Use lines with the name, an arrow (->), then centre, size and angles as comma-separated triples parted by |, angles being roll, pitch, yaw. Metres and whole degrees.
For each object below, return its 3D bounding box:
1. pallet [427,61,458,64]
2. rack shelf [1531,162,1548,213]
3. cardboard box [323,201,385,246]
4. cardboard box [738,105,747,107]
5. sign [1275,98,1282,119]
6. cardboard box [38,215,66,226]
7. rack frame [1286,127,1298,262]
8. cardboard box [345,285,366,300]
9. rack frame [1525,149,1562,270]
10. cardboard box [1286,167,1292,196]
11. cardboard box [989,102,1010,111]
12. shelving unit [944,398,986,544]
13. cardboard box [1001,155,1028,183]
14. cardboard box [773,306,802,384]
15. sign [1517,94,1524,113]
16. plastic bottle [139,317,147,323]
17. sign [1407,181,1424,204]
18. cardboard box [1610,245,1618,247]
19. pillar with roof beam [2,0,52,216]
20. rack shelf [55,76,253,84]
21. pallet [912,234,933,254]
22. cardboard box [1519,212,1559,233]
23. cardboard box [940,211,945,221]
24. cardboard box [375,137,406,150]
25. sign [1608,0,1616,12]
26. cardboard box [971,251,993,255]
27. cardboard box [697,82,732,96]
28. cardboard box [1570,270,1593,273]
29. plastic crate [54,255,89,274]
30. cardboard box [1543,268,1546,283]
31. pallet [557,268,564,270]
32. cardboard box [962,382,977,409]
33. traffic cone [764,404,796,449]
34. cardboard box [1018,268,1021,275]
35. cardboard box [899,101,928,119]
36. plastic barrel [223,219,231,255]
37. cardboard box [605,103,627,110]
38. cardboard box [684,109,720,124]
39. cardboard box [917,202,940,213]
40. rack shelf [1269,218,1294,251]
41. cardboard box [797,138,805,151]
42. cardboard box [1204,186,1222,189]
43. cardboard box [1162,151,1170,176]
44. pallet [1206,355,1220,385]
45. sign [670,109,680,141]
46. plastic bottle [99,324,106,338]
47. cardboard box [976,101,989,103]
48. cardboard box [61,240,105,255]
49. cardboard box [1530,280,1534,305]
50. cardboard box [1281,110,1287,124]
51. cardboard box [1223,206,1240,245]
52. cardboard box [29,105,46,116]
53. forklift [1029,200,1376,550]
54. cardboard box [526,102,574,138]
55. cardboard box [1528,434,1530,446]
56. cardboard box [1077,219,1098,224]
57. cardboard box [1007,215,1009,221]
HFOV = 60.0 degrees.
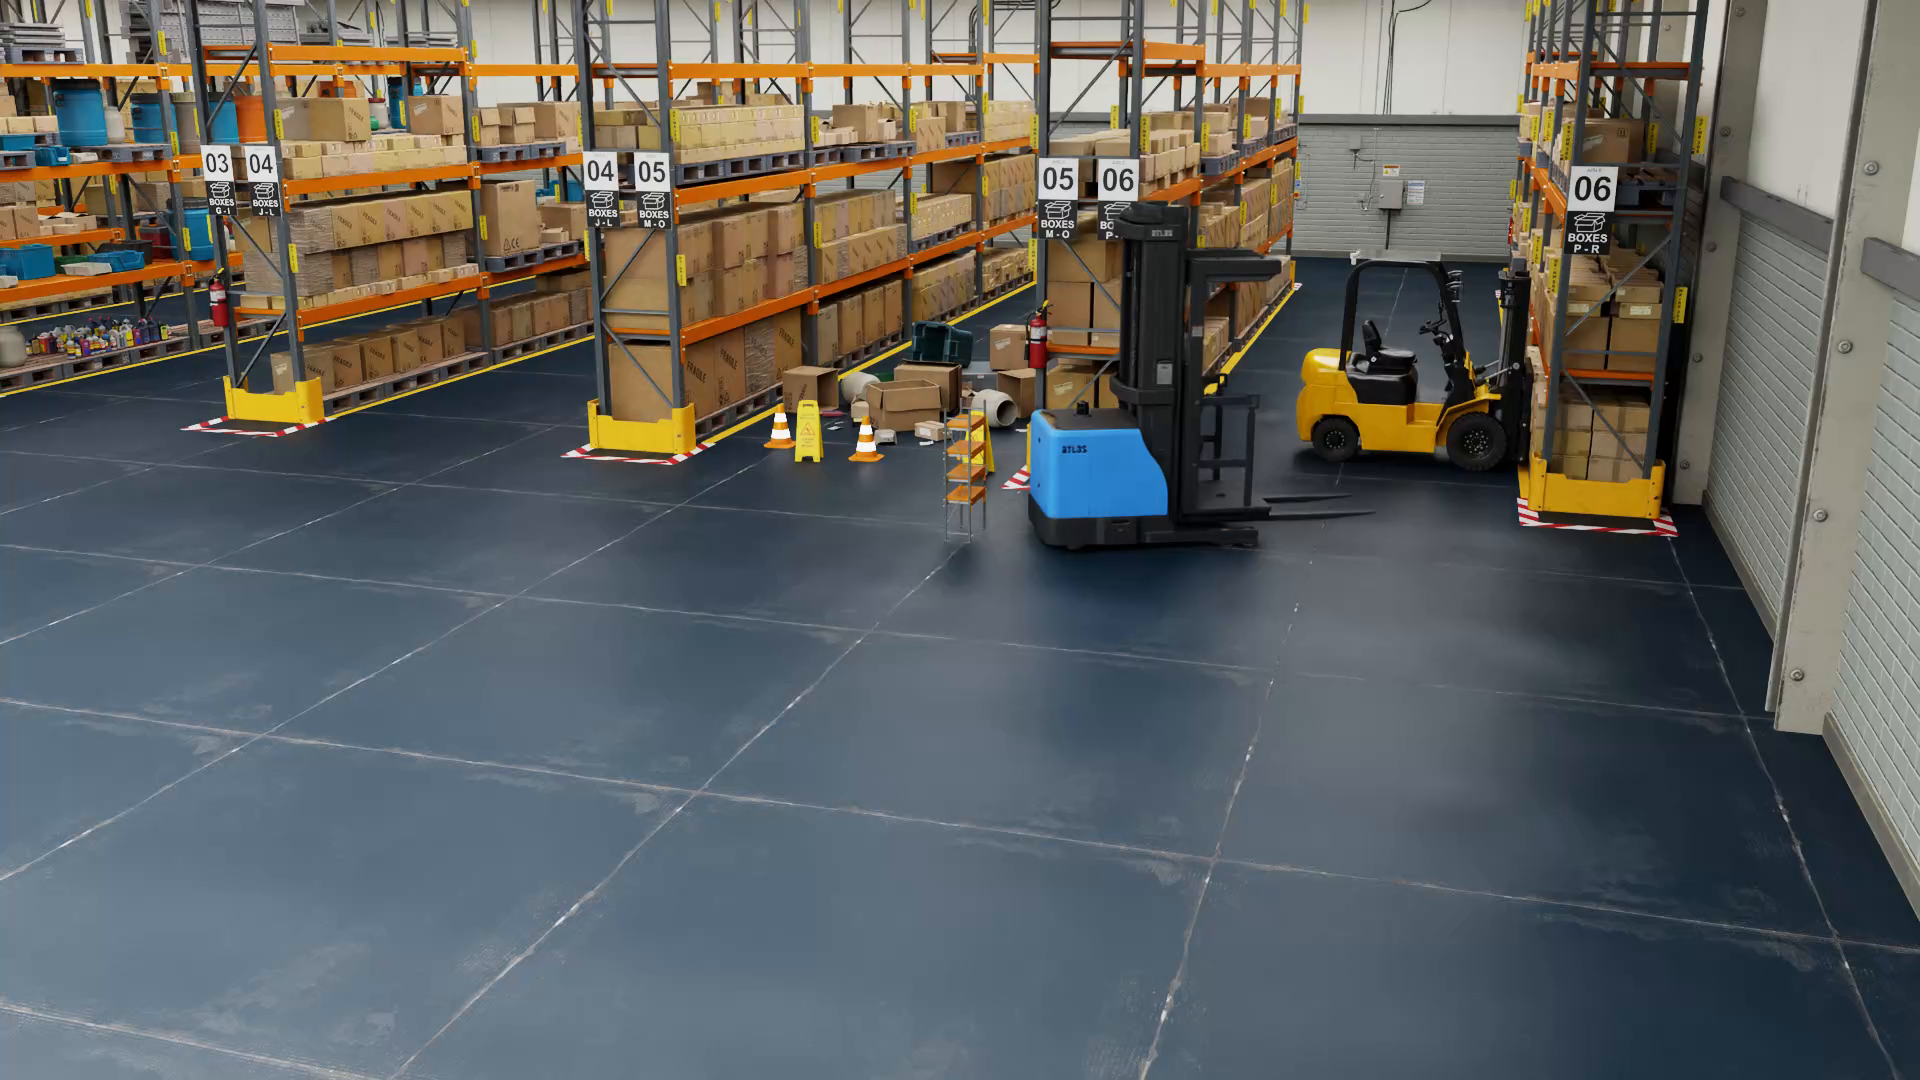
pallet -> -9.779, -8.792, 30.415 | 1.003, 0.211, 1.213 | 5, 16, 16
rack shelf -> 7.732, -4.399, 20.662 | 1.077, 0.370, 4.000 | 5, 16, 16
cardboard box -> -7.528, -3.941, 20.665 | 0.500, 0.500, 0.500 | 5, 16, 16
cardboard box -> -2.872, -5.340, 20.709 | 0.380, 0.149, 0.250 | 4, 16, 15
sign -> 5.200, -7.059, 27.199 | 0.100, 0.325, 0.005 | 5, 16, 16
cardboard box -> -15.898, -5.485, 28.833 | 0.500, 0.311, 0.500 | 4, 16, 15
rack frame -> 5.814, -6.302, 31.551 | 1.000, 3.000, 0.127 | 5, 16, 16
cardboard box -> -7.621, -3.080, 20.651 | 0.380, 0.149, 0.250 | 5, 16, 16
rack frame -> 8.300, -3.825, 22.818 | 1.000, 3.000, 0.127 | 5, 16, 16
cardboard box -> 5.784, -6.548, 30.401 | 0.500, 0.500, 0.500 | 5, 16, 16
cardboard box -> 0.698, -7.883, 30.256 | 0.380, 0.149, 0.250 | 4, 16, 14
shelving unit -> 0.047, -0.621, 14.818 | 0.258, 1.200, 0.503 | 5, 16, 16
cardboard box -> 1.003, -7.060, 31.663 | 0.500, 0.500, 0.500 | 4, 16, 14
cardboard box -> -2.617, -2.541, 21.414 | 0.875, 0.875, 0.875 | 5, 17, 17
sign -> 10.053, -7.824, 29.817 | 0.100, 0.325, 0.005 | 5, 16, 16
plastic bottle -> -11.892, -3.073, 24.214 | 0.144, 0.351, 0.185 | 5, 16, 16
sign -> 9.899, -7.548, 36.118 | 0.329, 0.494, 0.001 | 5, 16, 16
cardboard box -> 7.882, -3.544, 20.453 | 0.380, 0.149, 0.250 | 4, 16, 15
pillar with roof beam -> -15.575, -9.979, 33.520 | 9.100, 9.000, 0.400 | 5, 16, 16
rack shelf -> -14.890, -8.618, 30.772 | 1.077, 0.370, 4.000 | 5, 16, 16
pallet -> -1.134, -4.669, 26.144 | 1.213, 0.211, 1.003 | 5, 16, 16
cardboard box -> 8.587, -4.518, 24.303 | 0.797, 0.503, 0.637 | 4, 16, 15
cardboard box -> -0.467, -5.310, 27.197 | 0.380, 0.149, 0.250 | 5, 17, 18
cardboard box -> -7.283, -5.041, 21.152 | 0.380, 0.149, 0.250 | 5, 17, 18
sign -> 9.971, -8.242, 25.394 | 0.100, 0.325, 0.005 | 5, 16, 16
cardboard box -> 0.416, -5.457, 31.935 | 0.380, 0.149, 0.250 | 4, 16, 13
cardboard box -> -4.551, -8.372, 30.840 | 0.500, 0.250, 0.500 | 4, 16, 12
cardboard box -> 6.125, -2.619, 16.649 | 0.380, 0.149, 0.250 | 5, 17, 17
plastic crate -> -12.503, -3.880, 23.400 | 0.450, 0.188, 0.662 | 5, 16, 16
cardboard box -> 6.560, -2.879, 18.110 | 0.380, 0.149, 0.250 | 5, 17, 17
pallet -> -8.708, -5.900, 35.245 | 1.003, 0.211, 1.213 | 5, 16, 16
cardboard box -> 0.114, -1.801, 20.691 | 0.258, 0.266, 0.396 | -7, 17, -23
traffic cone -> -1.996, -1.282, 18.501 | 0.336, 0.463, 0.334 | 5, 16, 16
cardboard box -> 0.956, -5.198, 32.115 | 0.380, 0.149, 0.250 | 5, 16, 16
cardboard box -> -0.709, -6.645, 25.678 | 0.396, 0.266, 0.258 | 5, 16, 16
plastic barrel -> -11.365, -4.614, 25.350 | 0.433, 0.535, 0.433 | 0, 16, 0
cardboard box -> -5.857, -6.837, 26.983 | 0.797, 0.503, 0.637 | 6, 17, 19
cardboard box -> -2.891, -4.691, 18.419 | 0.380, 0.149, 0.250 | 5, 17, 16
cardboard box -> -0.545, -5.384, 26.914 | 0.380, 0.149, 0.250 | 5, 17, 18
rack shelf -> 5.245, -5.433, 29.804 | 1.077, 0.370, 4.000 | 5, 16, 16
cardboard box -> -2.168, -4.972, 20.873 | 0.380, 0.149, 0.250 | 5, 16, 16
cardboard box -> 3.722, -5.158, 25.502 | 0.500, 0.500, 0.500 | 5, 16, 16
cardboard box -> 1.941, -4.009, 17.699 | 0.500, 0.250, 0.500 | 5, 17, 18
pallet -> 2.968, -2.345, 22.710 | 1.003, 0.211, 1.213 | 5, 16, 16
sign -> -2.978, -4.331, 17.356 | 0.100, 0.325, 0.005 | 5, 16, 16
plastic bottle -> -12.399, -2.988, 24.060 | 0.097, 0.271, 0.097 | 0, 16, 0
cardboard box -> 0.450, -8.126, 31.112 | 0.380, 0.149, 0.250 | 5, 17, 17
cardboard box -> -18.761, -6.364, 35.579 | 0.700, 0.500, 0.500 | 5, 17, 17
cardboard box -> 7.193, -2.991, 20.151 | 0.500, 0.250, 0.500 | 5, 16, 16
cardboard box -> 5.772, -7.798, 30.651 | 0.500, 0.250, 0.500 | 3, 16, 11
cardboard box -> 3.677, -4.462, 23.565 | 0.500, 0.500, 0.500 | 4, 16, 14
cardboard box -> -19.102, -8.995, 34.869 | 0.500, 0.250, 0.500 | 5, 17, 16
forklift -> 2.188, -1.484, 14.690 | 3.031, 2.935, 1.130 | -2, 16, -7
cardboard box -> -6.148, -6.302, 24.953 | 0.500, 0.500, 0.500 | 5, 17, 17
cardboard box -> 6.285, -1.156, 17.677 | 0.500, 0.250, 0.500 | 5, 17, 18
cardboard box -> 1.400, -3.212, 18.096 | 0.700, 0.500, 0.500 | 4, 16, 15
cardboard box -> 0.707, -6.030, 31.054 | 0.380, 0.149, 0.250 | 5, 17, 17
